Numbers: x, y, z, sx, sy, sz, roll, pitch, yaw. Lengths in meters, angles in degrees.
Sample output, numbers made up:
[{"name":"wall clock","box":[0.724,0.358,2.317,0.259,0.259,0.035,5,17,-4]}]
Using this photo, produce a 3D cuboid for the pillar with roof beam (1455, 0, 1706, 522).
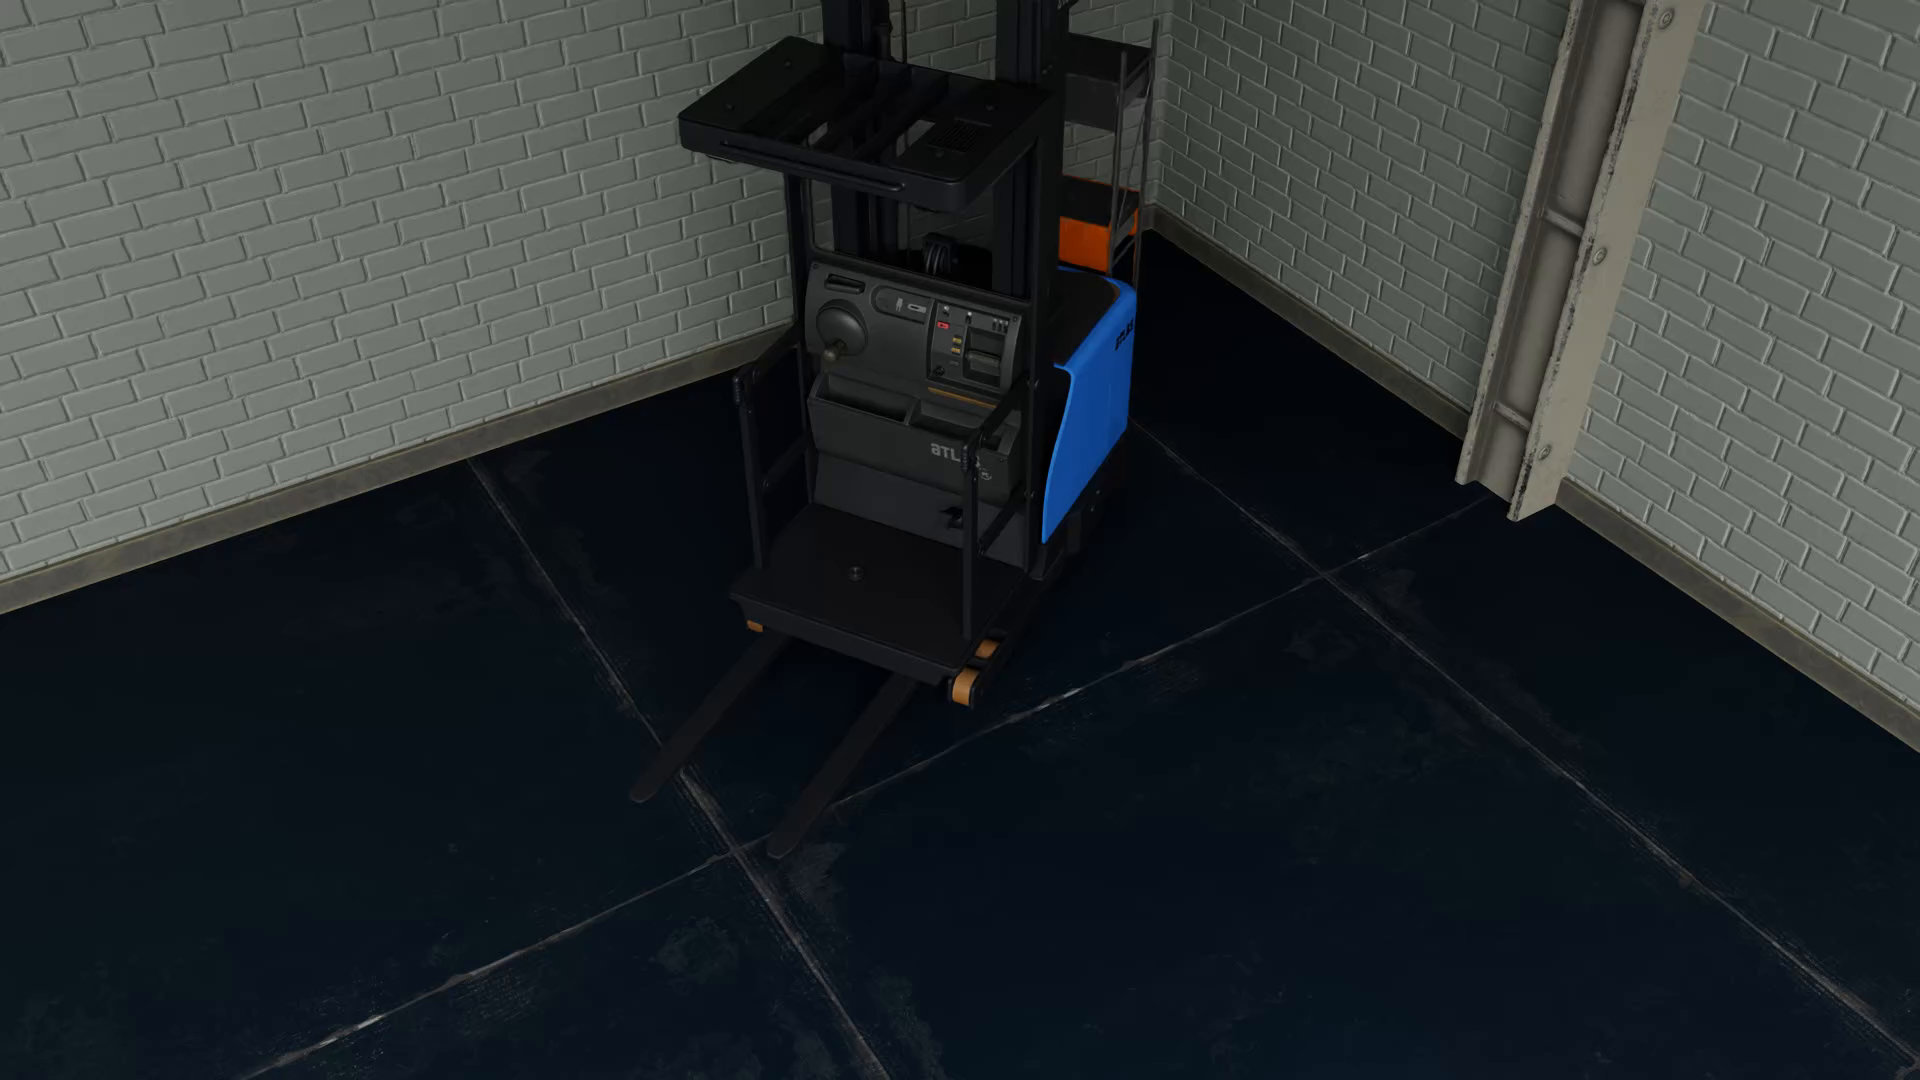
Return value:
[{"name":"pillar with roof beam","box":[-0.968,-2.220,3.445,9.100,9.000,0.400,-22,45,-24]}]

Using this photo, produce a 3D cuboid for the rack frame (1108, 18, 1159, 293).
[{"name":"rack frame","box":[0.774,-1.357,7.799,0.015,2.100,0.400,18,43,20]}]

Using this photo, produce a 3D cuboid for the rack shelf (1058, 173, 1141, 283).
[{"name":"rack shelf","box":[0.555,-1.416,7.891,0.480,0.518,0.431,18,43,20]}]

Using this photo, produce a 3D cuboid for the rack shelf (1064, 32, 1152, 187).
[{"name":"rack shelf","box":[0.555,-1.954,7.443,0.480,0.518,0.431,18,43,20]}]

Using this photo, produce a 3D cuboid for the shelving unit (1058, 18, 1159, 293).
[{"name":"shelving unit","box":[0.555,-1.426,7.882,0.503,2.100,0.431,18,43,20]}]

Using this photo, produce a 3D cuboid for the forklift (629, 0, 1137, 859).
[{"name":"forklift","box":[-0.287,-0.755,6.427,1.130,2.935,3.031,18,43,20]}]
